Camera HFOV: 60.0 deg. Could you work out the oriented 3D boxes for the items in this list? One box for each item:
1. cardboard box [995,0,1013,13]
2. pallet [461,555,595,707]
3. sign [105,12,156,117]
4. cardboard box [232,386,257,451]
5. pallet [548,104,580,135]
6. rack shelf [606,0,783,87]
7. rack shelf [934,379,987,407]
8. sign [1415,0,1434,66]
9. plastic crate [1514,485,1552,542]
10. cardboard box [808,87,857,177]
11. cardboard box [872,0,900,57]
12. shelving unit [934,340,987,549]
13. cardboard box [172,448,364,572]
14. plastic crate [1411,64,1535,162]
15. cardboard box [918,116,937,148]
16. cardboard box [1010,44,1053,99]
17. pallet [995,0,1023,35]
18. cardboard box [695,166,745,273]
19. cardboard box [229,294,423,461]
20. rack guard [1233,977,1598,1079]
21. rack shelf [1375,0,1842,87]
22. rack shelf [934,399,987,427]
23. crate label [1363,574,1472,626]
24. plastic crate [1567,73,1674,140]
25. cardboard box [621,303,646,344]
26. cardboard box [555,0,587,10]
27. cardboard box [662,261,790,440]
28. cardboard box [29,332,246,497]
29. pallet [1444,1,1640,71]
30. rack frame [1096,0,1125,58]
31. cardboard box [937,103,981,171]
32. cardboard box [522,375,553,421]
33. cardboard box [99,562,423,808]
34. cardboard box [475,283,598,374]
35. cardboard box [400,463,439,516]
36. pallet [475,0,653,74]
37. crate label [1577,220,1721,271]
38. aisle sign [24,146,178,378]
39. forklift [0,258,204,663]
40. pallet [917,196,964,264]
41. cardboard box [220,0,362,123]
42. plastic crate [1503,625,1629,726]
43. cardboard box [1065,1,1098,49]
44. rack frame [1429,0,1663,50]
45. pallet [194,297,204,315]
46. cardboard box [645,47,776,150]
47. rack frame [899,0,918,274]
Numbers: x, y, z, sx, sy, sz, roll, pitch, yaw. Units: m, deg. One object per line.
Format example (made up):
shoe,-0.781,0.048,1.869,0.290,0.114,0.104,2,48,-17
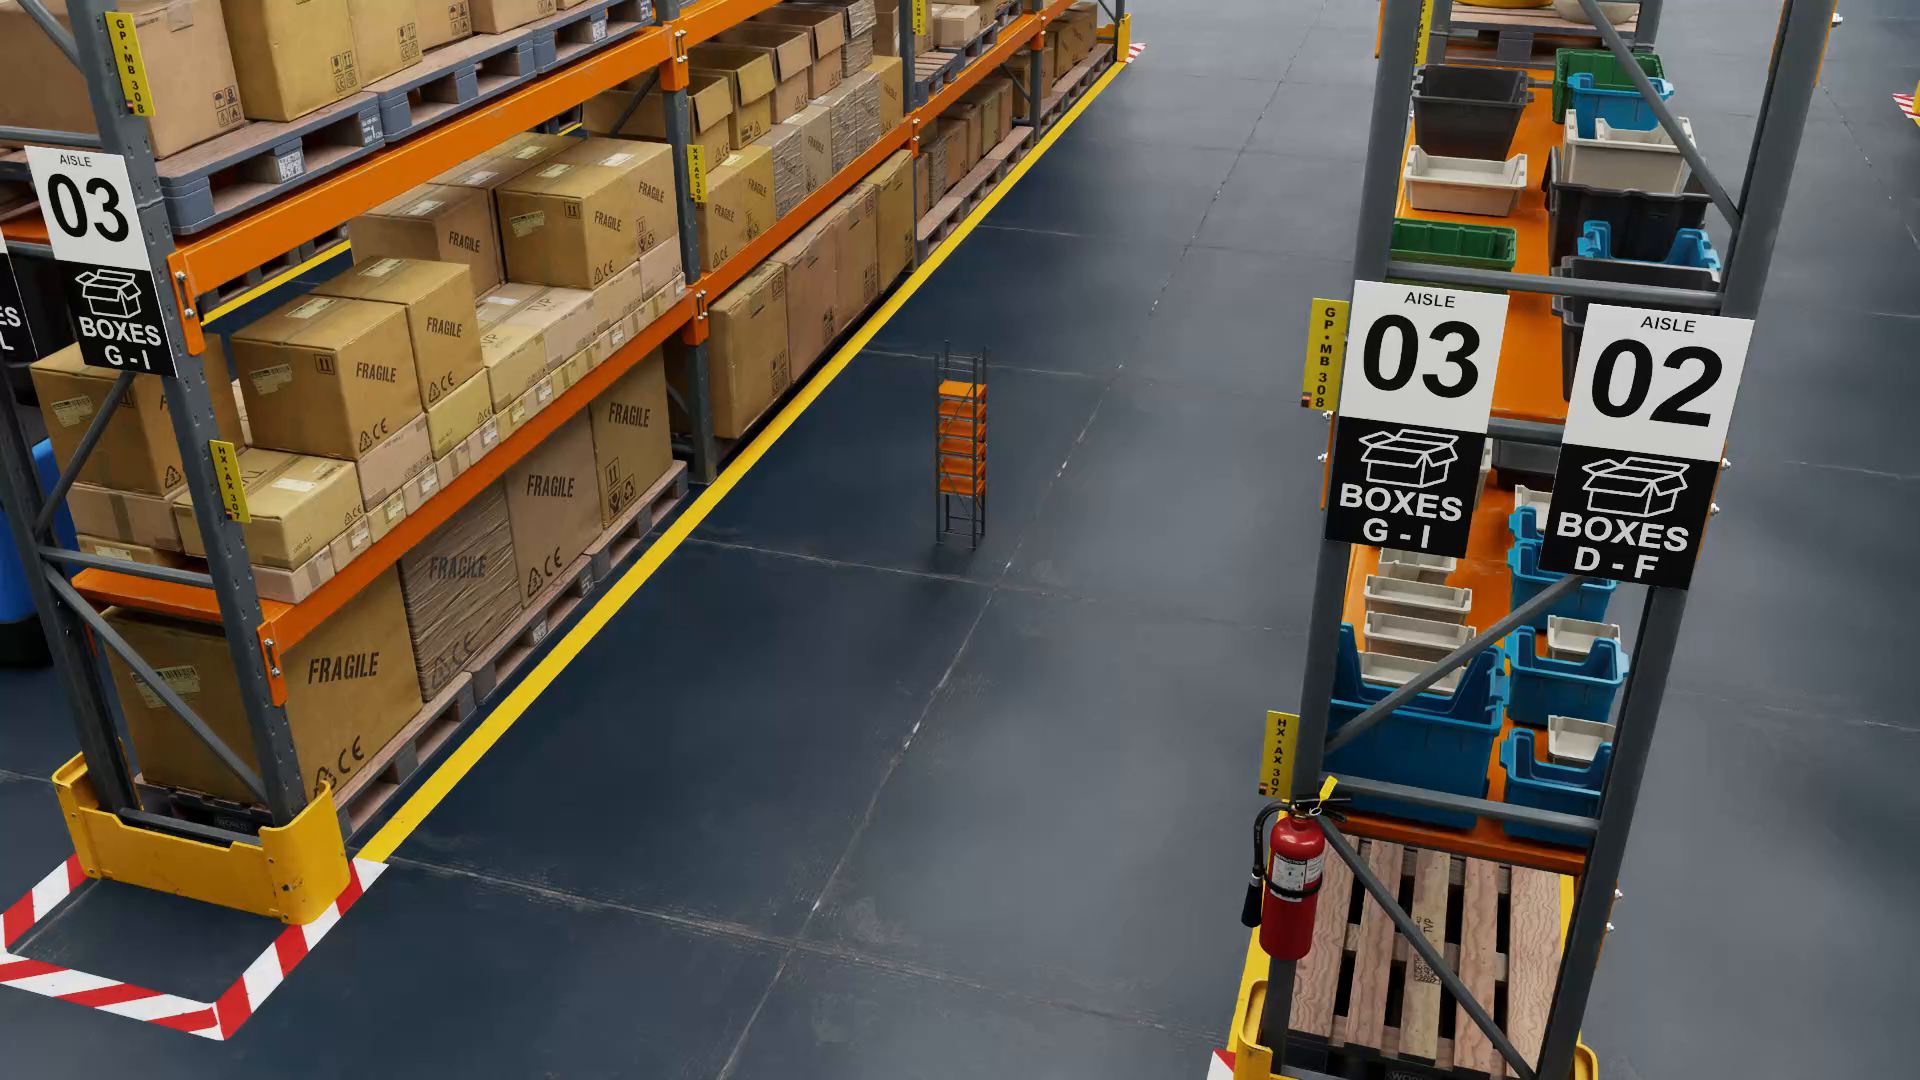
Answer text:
cardboard box,-0.038,-5.554,15.599,1.000,1.000,1.000,9,30,15
pallet,-2.674,0.390,8.832,1.003,0.211,1.213,8,30,15
sign,-2.665,-1.526,5.342,0.100,0.325,0.005,8,30,15
cardboard box,-3.156,-0.444,7.311,0.500,0.250,0.500,8,30,14
pallet,-4.538,-4.624,17.845,1.003,0.211,1.213,8,30,15
rack shelf,-1.433,-3.665,10.908,1.077,0.370,4.000,8,30,15
rack shelf,0.004,-0.807,9.317,0.258,0.103,0.180,8,30,15
sign,2.190,-2.427,7.932,0.100,0.325,0.005,8,30,15
plastic crate,2.491,-0.092,7.039,0.293,0.136,0.466,8,30,15
cardboard box,-1.055,-2.905,11.783,0.500,0.500,0.500,8,30,13
cardboard box,-0.725,-4.082,13.468,0.500,0.500,0.500,5,29,9
shelving unit,0.004,-0.531,9.470,0.258,1.200,0.189,8,30,15
cardboard box,-2.795,-0.130,6.746,0.500,0.250,0.500,8,30,14
plastic crate,2.088,-1.748,6.856,0.497,0.269,0.590,8,30,15
cardboard box,-0.532,-3.590,14.465,0.500,0.250,0.500,12,31,20
cardboard box,0.645,-4.996,17.785,0.500,0.500,0.500,19,34,30
pallet,-0.035,-5.039,15.920,1.003,0.211,1.213,8,30,15
cardboard box,-1.646,-1.961,10.087,0.500,0.500,0.500,9,30,15
cardboard box,-2.648,-0.690,6.981,0.500,0.500,0.500,8,30,14
rack guard,1.546,1.931,5.764,1.175,0.500,0.348,8,30,15
rack shelf,2.128,-2.236,5.664,1.077,0.370,4.000,8,30,15
rack shelf,0.004,-0.702,9.375,0.258,0.103,0.180,8,30,15
crate label,1.765,0.245,6.434,0.396,0.136,0.243,8,30,15
plastic crate,2.753,-1.802,6.990,0.416,0.233,0.300,8,30,15
cardboard box,-1.947,-1.202,9.084,0.380,0.149,0.250,8,30,14
cardboard box,-2.192,-2.949,8.242,0.700,0.500,0.500,7,30,12
cardboard box,-1.851,-1.295,10.746,1.225,0.875,0.875,9,30,15
cardboard box,-3.302,-0.537,6.706,0.500,0.500,0.500,9,30,15
pallet,2.852,-2.639,8.518,1.213,0.211,1.003,8,30,15
rack frame,1.503,-7.316,19.816,1.000,3.000,0.127,8,30,15
cardboard box,-0.194,-3.796,15.607,0.700,0.500,0.500,6,30,11
cardboard box,-2.249,-0.726,8.228,0.380,0.149,0.250,9,30,16
cardboard box,-3.082,0.555,7.420,0.875,0.875,0.875,8,30,15
cardboard box,-2.198,-1.083,8.460,0.500,0.250,0.500,9,30,16
cardboard box,-2.550,-0.249,7.370,0.380,0.149,0.250,8,30,14
pallet,-2.270,-2.633,8.403,1.003,0.211,1.213,8,30,15
crate label,2.121,-0.802,5.174,0.408,0.251,0.502,8,30,15
aisle sign,-2.928,-0.940,5.681,0.394,0.787,0.004,8,30,15
forklift,-4.863,-1.356,9.172,1.130,2.935,3.031,7,30,12
pallet,-0.615,-2.743,14.463,1.003,0.211,1.213,8,30,15
cardboard box,-2.812,-1.956,6.457,0.700,0.500,0.500,7,30,13
plastic crate,2.121,0.499,5.877,0.416,0.233,0.300,8,30,15
cardboard box,1.303,-6.120,19.804,0.500,0.500,0.500,14,32,24
rack frame,2.715,-3.654,7.063,1.000,3.000,0.127,8,30,15
pallet,-6.504,-1.638,12.477,1.003,0.211,1.213,8,30,15
cardboard box,-1.628,-2.837,10.629,0.797,0.503,0.637,9,30,15
rack frame,-0.846,-3.598,13.133,1.000,3.000,0.127,8,30,15
